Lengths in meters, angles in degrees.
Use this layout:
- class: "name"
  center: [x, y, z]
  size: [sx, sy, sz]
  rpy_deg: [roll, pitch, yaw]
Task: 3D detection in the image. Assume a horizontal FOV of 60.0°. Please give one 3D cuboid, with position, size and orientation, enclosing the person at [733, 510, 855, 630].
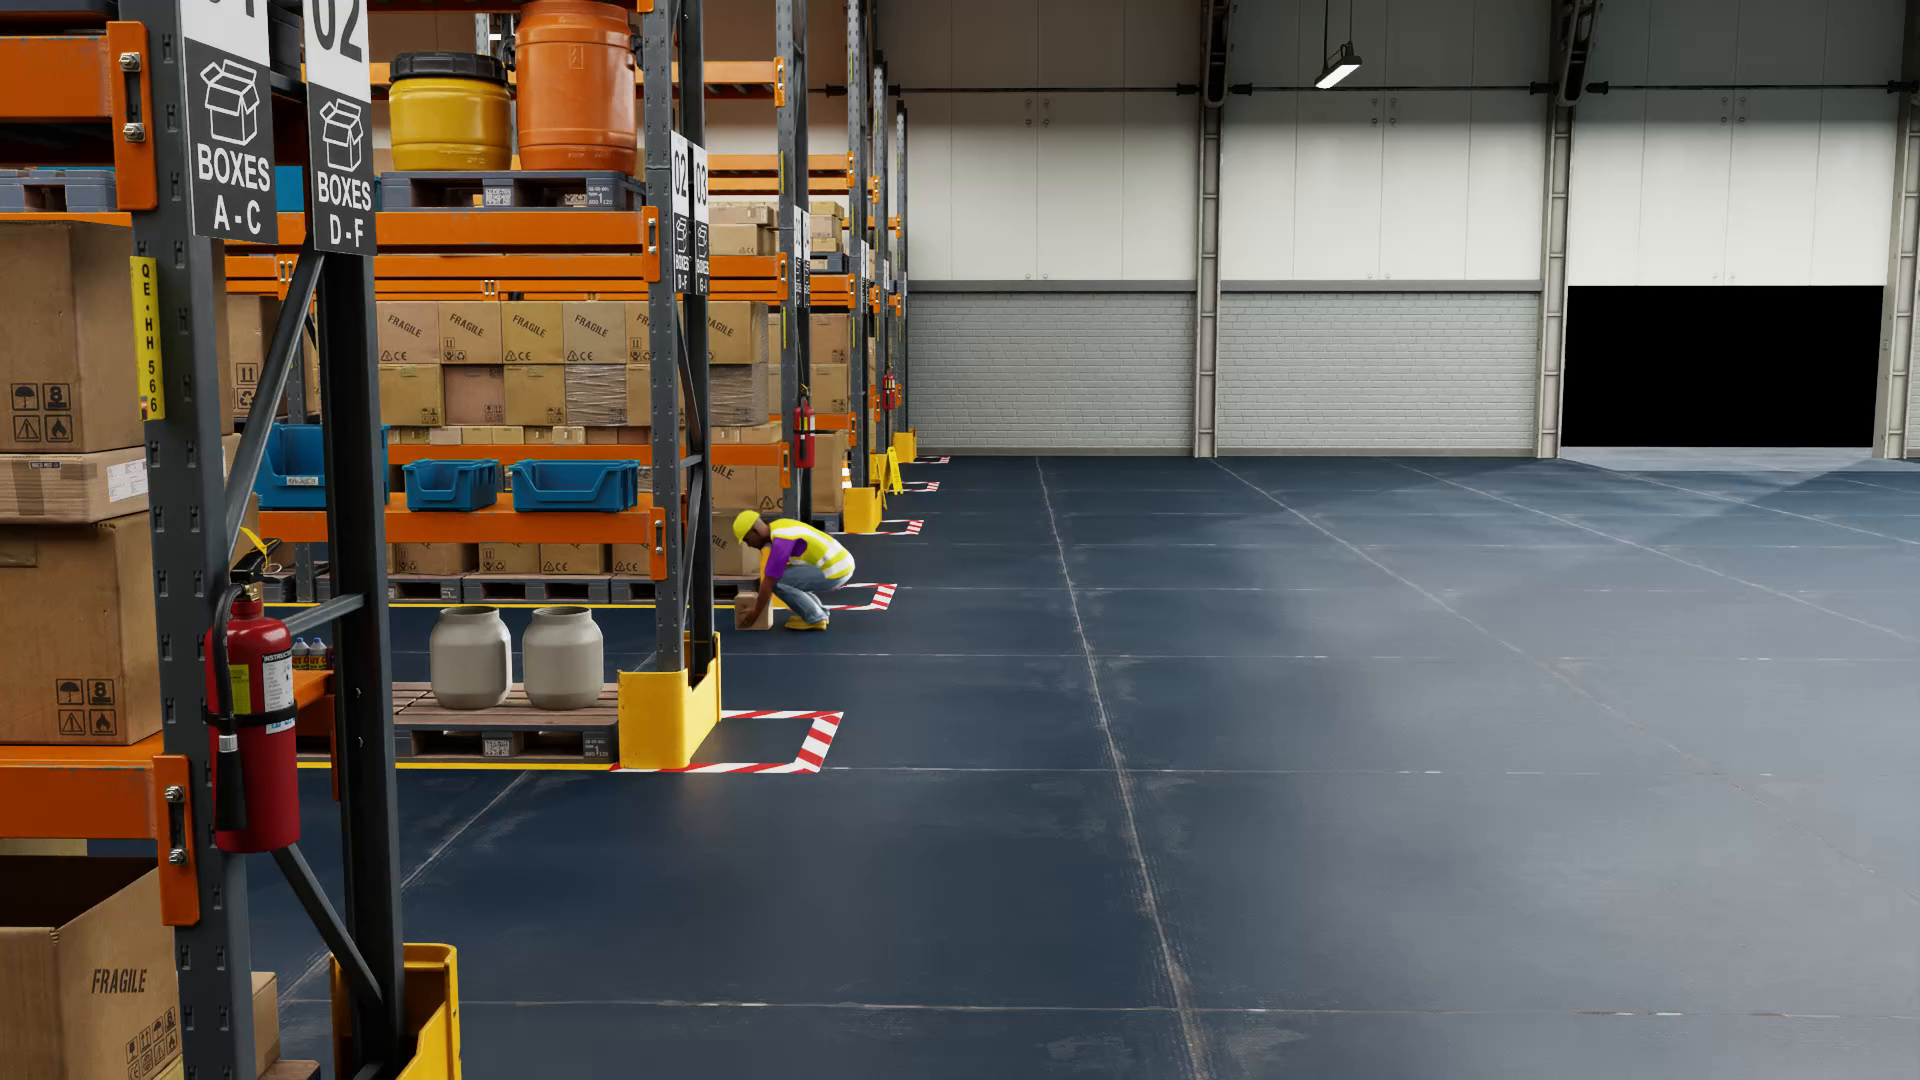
- class: "person"
  center: [-1.239, 0.221, 12.432]
  size: [0.893, 0.896, 0.560]
  rpy_deg: [0, 7, 1]
